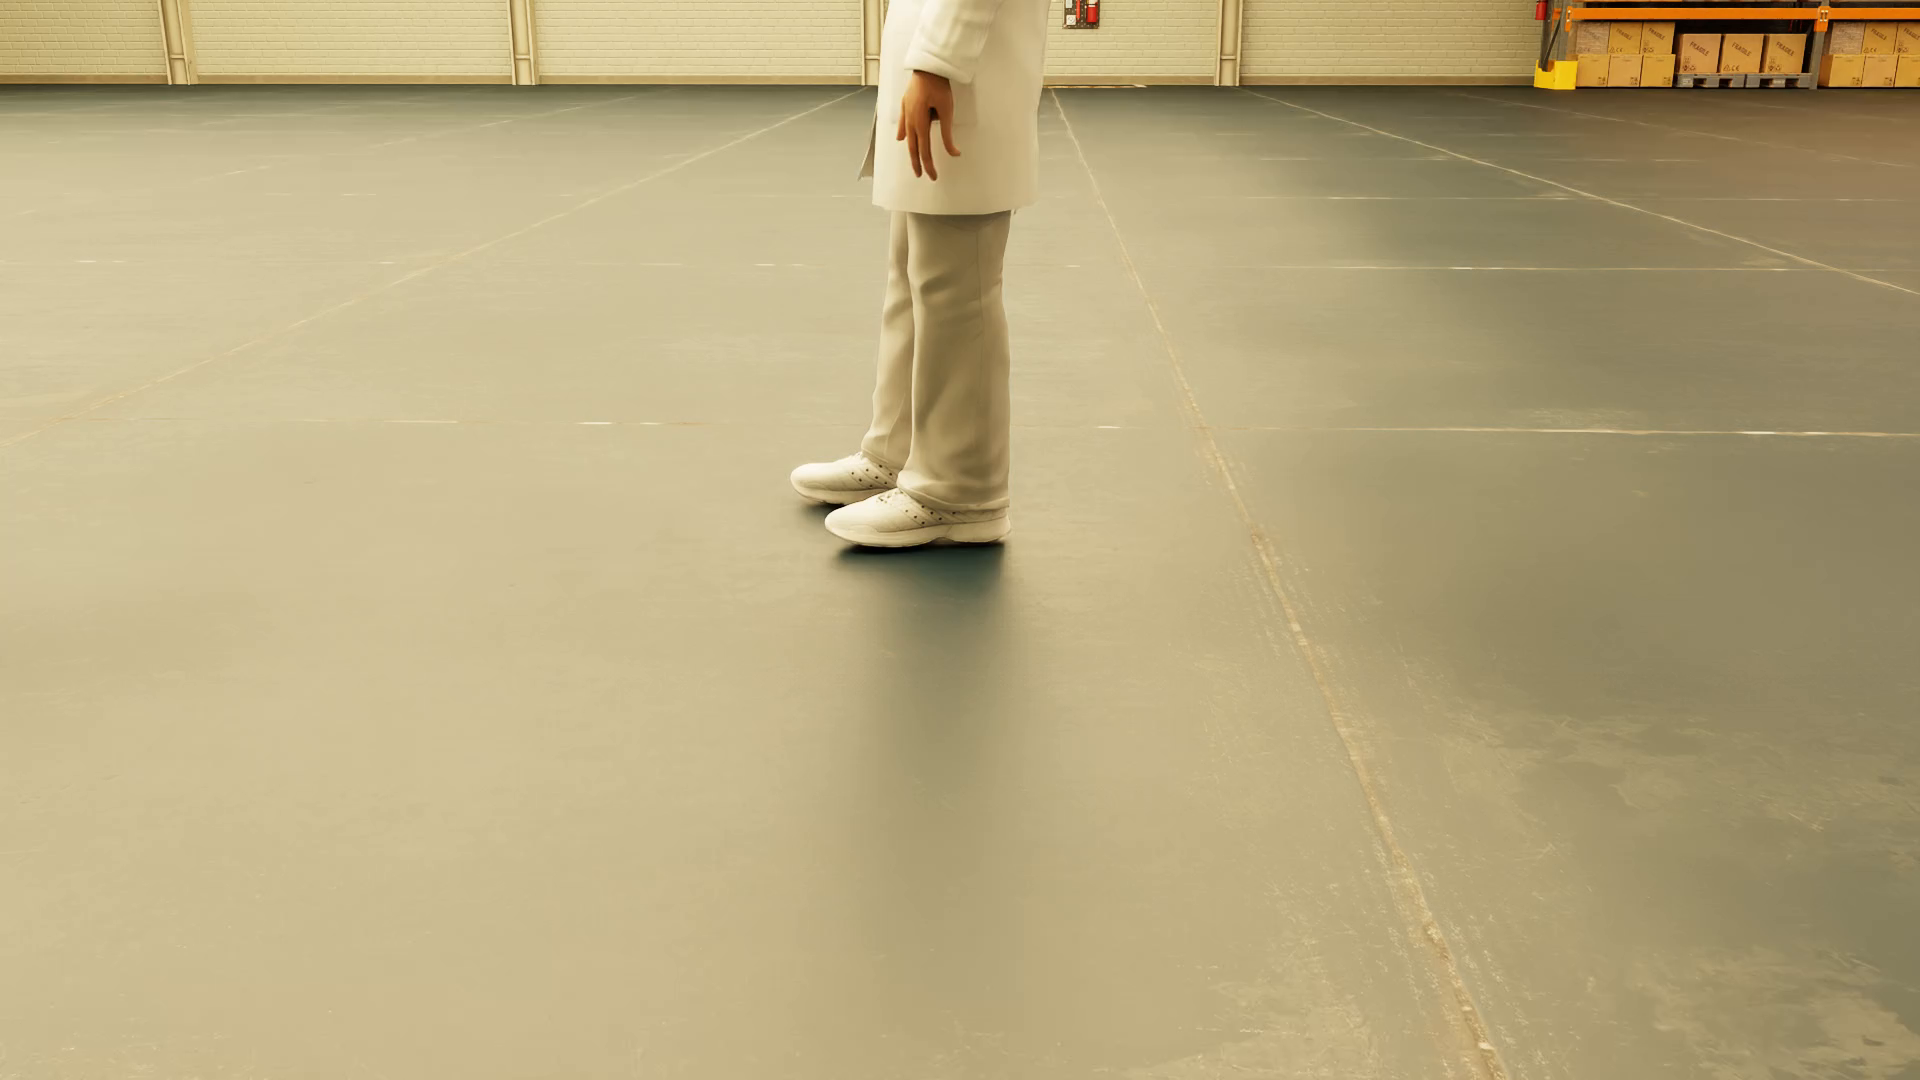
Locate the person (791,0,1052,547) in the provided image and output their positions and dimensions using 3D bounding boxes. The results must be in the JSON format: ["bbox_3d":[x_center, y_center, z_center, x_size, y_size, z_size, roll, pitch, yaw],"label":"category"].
[{"bbox_3d":[-0.091,-0.858,3.112,0.578,1.777,0.698,1,17,2],"label":"person"}]
